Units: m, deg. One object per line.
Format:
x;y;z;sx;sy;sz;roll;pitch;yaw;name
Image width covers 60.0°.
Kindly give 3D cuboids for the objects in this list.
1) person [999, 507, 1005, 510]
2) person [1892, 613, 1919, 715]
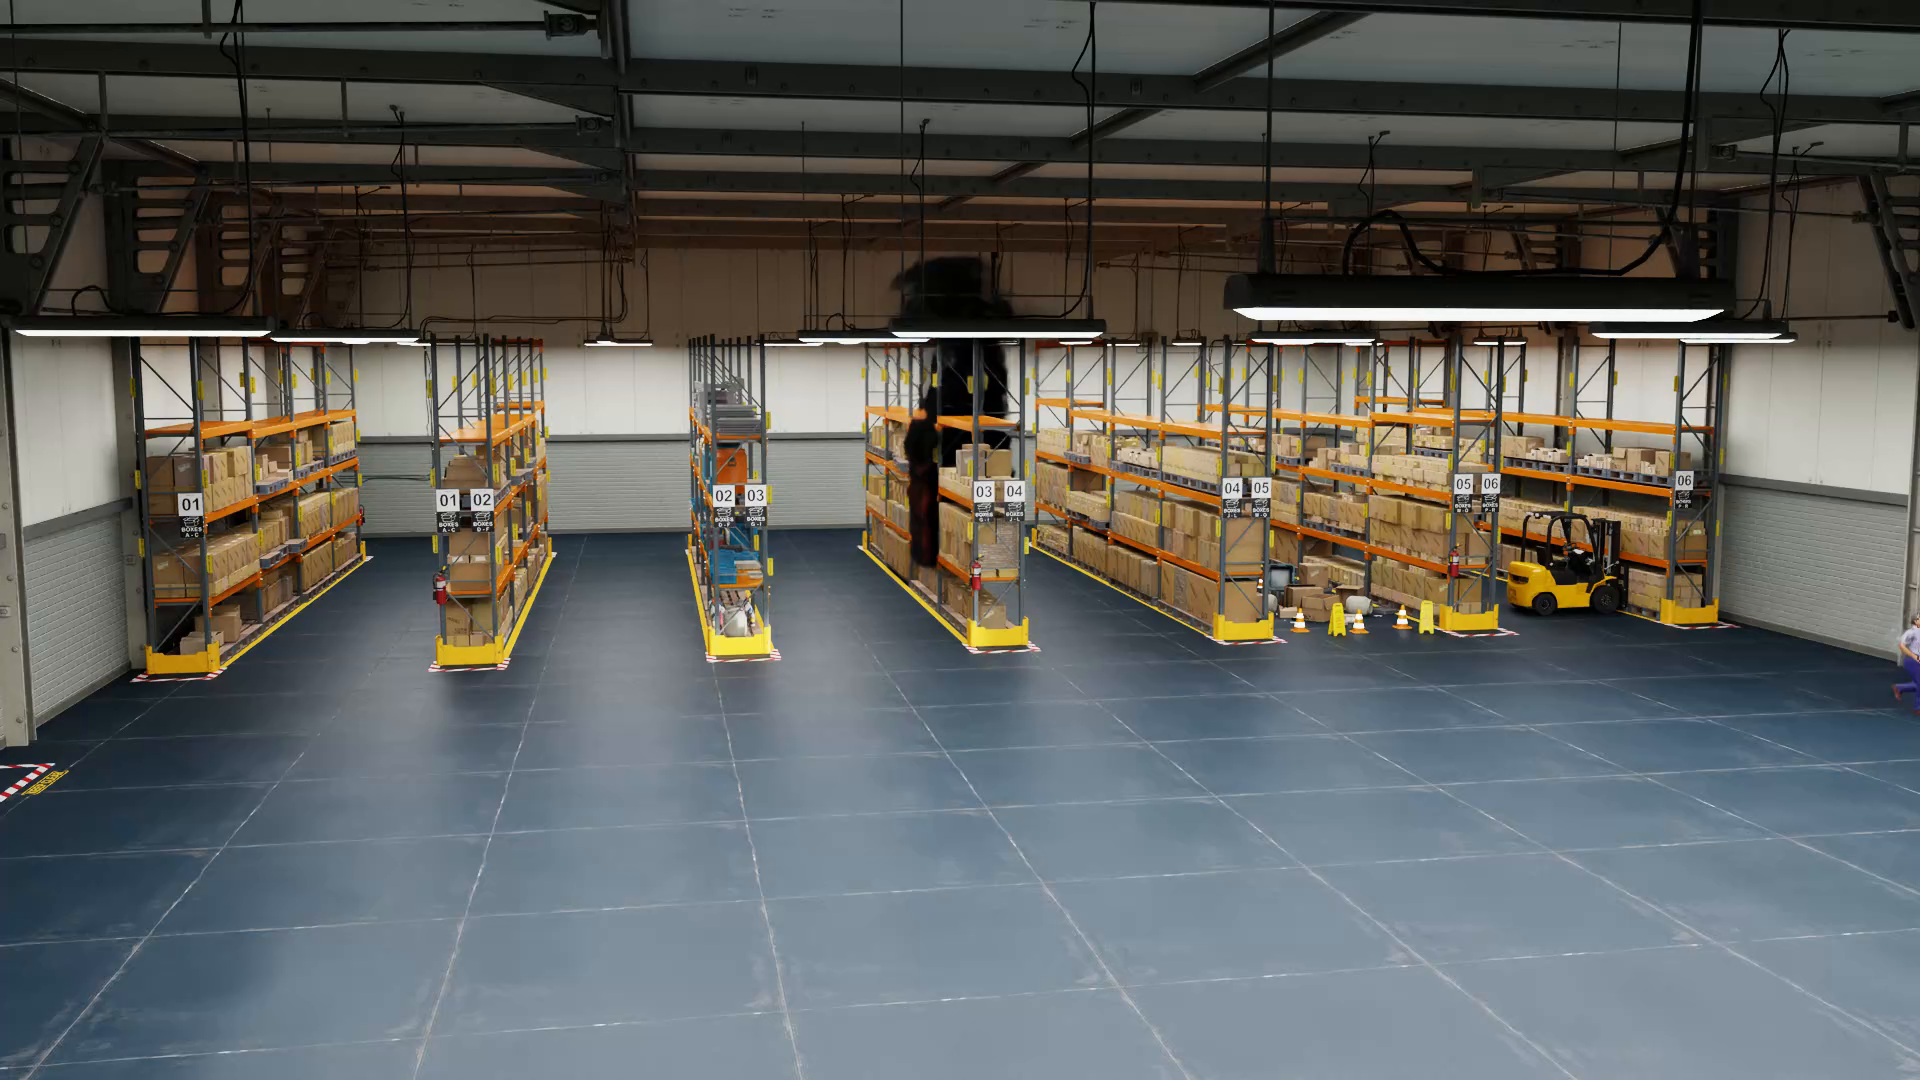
1.335;-0.517;46.928;0.679;1.745;0.590;0;7;1;person
15.009;1.947;26.181;0.608;1.621;0.670;-5;8;-37;person
